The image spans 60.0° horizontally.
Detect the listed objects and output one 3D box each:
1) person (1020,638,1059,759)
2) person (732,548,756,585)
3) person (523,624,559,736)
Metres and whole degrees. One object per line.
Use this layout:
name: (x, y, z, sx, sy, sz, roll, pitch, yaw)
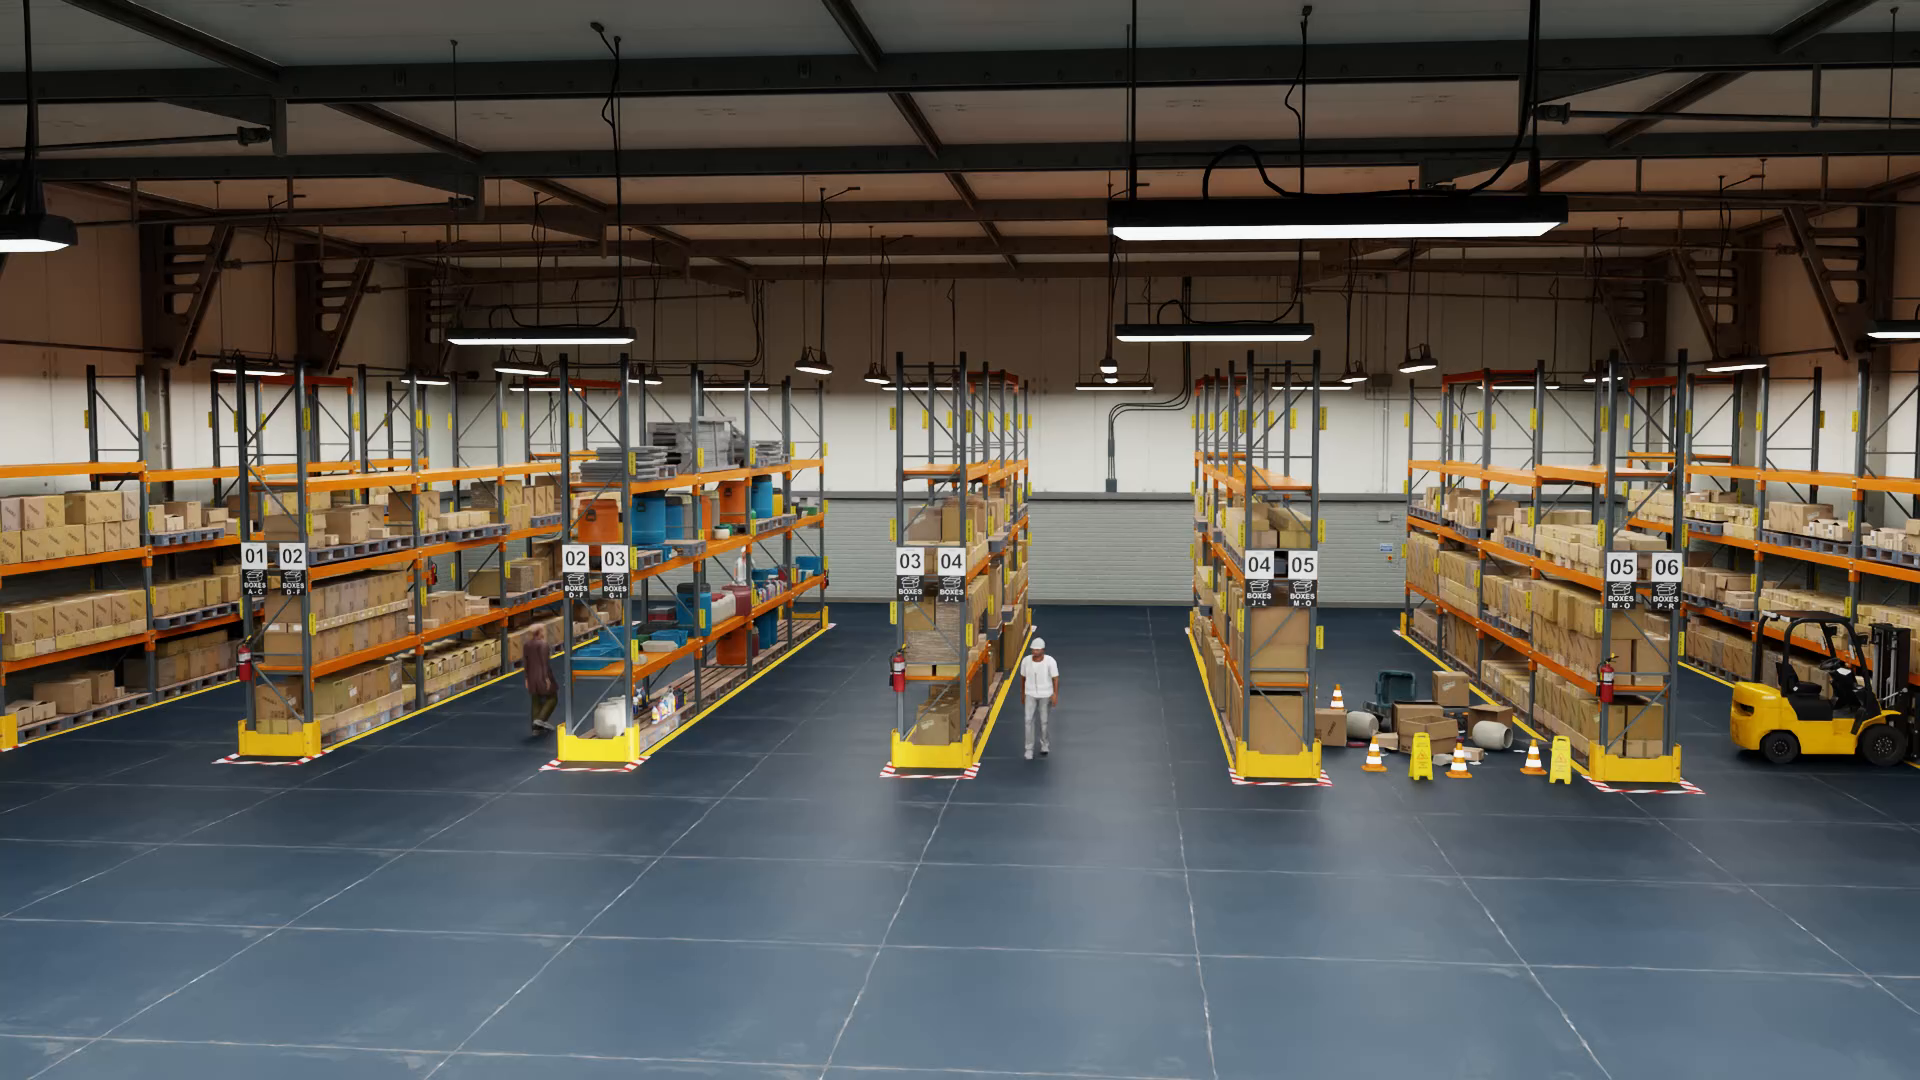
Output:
person: (1.177, 2.350, 24.916, 0.622, 1.775, 0.705, 1, 4, 15)
person: (-5.592, 1.058, 43.025, 0.550, 1.725, 1.068, 1, 4, 8)
person: (-6.733, 2.227, 26.534, 0.626, 1.770, 0.571, 1, 4, 15)
